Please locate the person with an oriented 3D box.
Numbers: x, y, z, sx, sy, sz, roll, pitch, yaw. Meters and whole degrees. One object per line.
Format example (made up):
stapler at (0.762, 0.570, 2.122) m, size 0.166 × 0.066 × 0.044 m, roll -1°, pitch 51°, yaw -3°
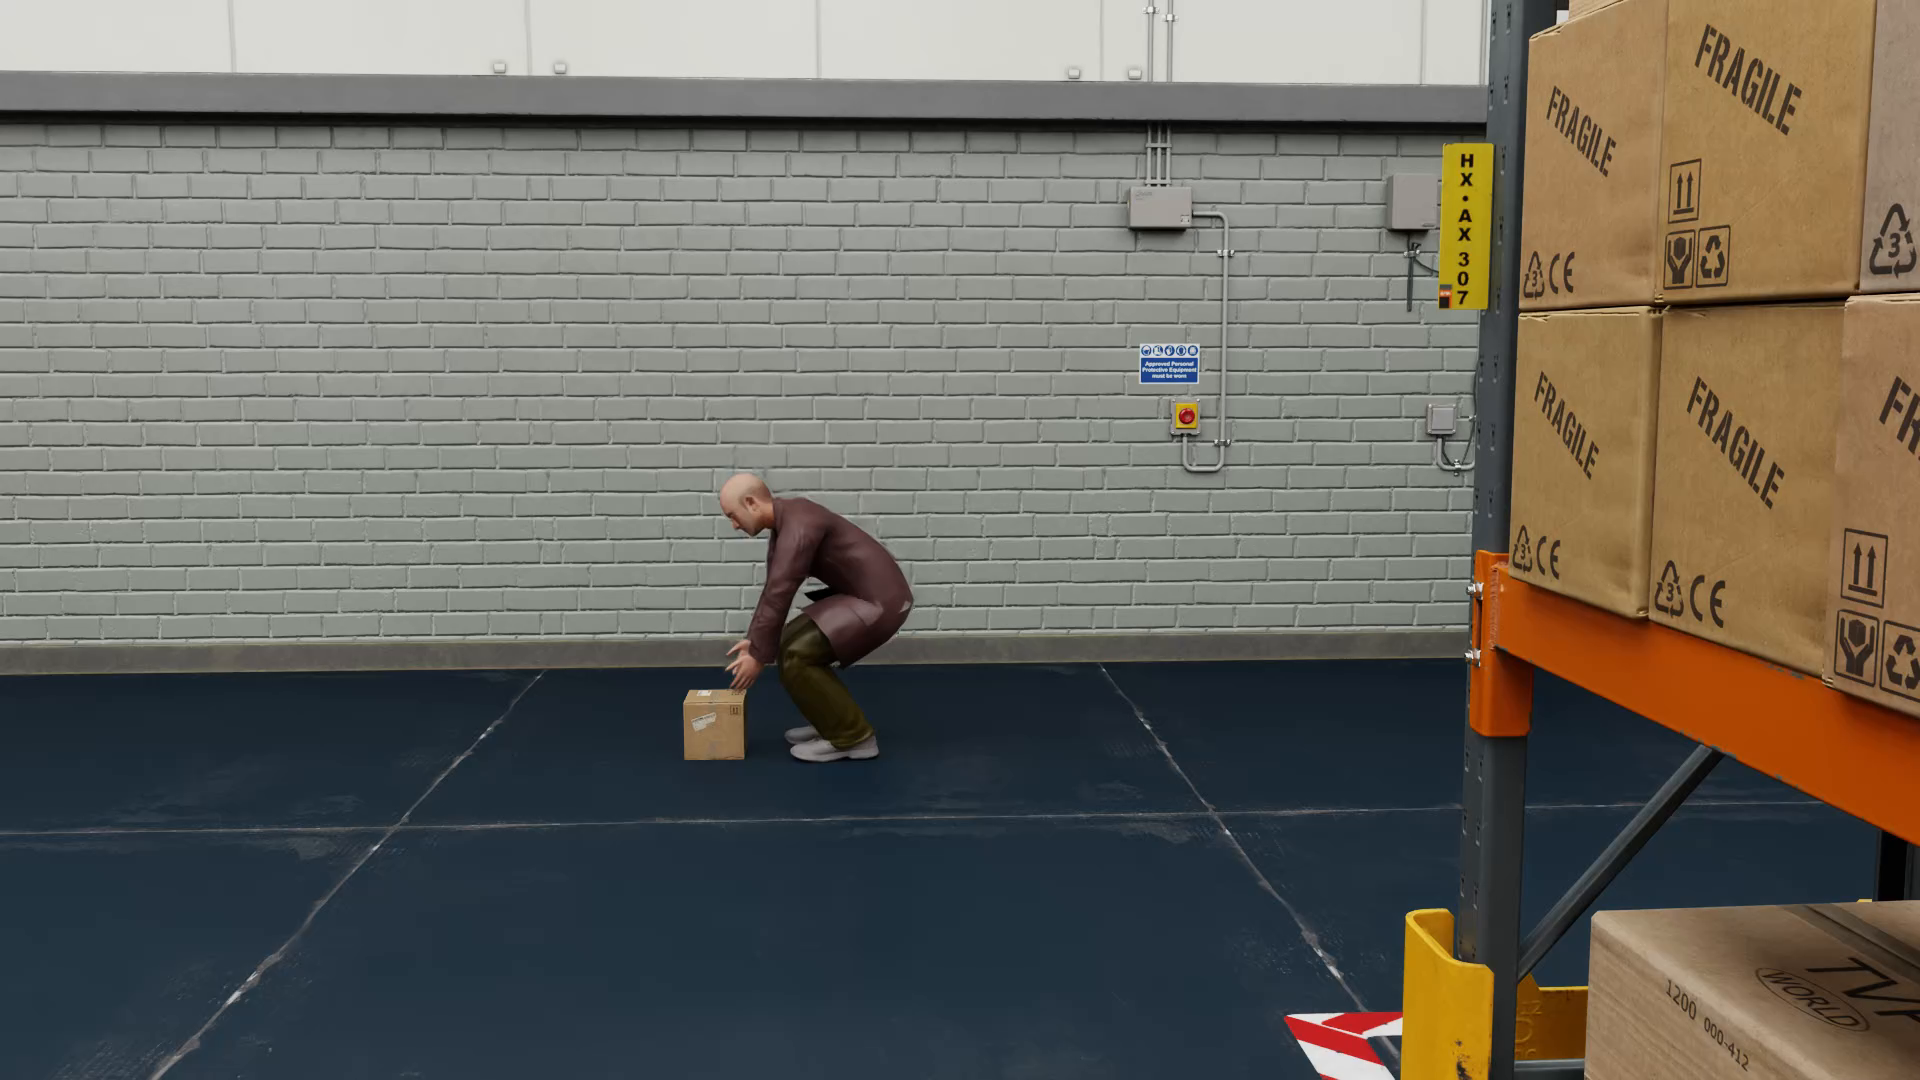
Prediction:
person at (-0.602, 0.315, 7.053) m, size 0.816 × 1.211 × 0.626 m, roll 0°, pitch 7°, yaw -4°
